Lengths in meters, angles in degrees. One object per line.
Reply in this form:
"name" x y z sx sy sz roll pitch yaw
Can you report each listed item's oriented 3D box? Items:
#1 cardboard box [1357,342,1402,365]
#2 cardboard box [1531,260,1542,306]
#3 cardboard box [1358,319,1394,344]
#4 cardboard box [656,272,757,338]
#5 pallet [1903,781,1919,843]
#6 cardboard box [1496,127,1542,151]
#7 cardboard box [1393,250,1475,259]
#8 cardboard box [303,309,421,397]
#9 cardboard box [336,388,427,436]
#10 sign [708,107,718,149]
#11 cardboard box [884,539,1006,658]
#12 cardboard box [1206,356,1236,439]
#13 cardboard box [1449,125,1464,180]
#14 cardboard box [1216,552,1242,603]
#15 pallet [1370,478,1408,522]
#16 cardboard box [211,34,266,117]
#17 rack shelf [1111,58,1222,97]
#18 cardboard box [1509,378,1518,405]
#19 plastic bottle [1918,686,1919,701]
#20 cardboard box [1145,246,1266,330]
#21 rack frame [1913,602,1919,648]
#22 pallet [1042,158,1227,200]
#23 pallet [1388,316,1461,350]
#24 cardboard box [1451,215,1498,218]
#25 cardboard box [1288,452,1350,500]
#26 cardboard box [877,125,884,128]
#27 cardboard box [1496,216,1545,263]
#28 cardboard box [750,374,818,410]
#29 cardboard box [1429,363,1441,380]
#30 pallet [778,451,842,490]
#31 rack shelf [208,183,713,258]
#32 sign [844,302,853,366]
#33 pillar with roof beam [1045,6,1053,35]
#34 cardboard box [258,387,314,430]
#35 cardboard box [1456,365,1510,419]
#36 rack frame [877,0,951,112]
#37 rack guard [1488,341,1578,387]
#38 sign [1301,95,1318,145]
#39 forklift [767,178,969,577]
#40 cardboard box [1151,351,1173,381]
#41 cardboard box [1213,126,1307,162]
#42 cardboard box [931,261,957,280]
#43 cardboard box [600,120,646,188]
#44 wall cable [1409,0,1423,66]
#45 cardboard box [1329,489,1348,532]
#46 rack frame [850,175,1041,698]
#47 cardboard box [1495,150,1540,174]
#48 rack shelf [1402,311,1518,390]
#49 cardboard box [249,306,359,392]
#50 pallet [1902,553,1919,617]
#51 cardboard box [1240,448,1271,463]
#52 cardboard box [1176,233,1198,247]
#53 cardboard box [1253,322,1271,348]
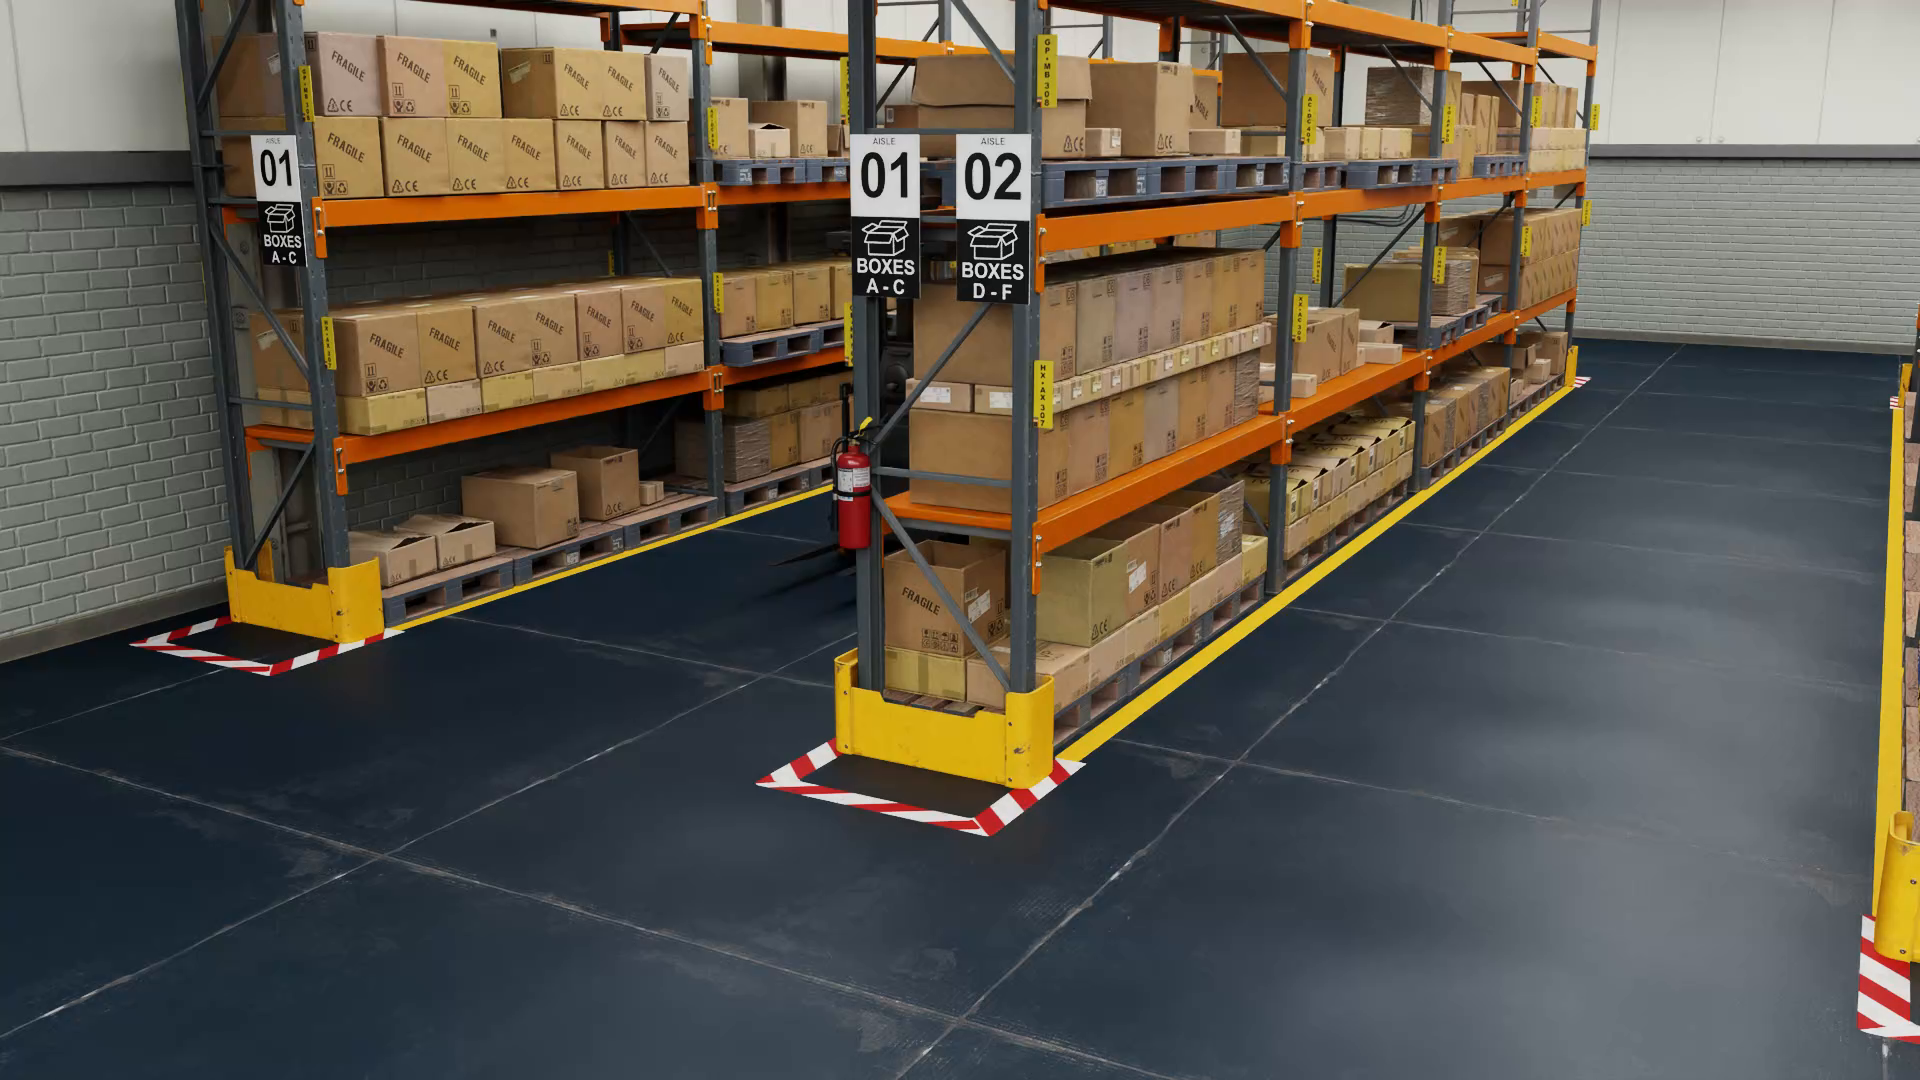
"cardboard box" 3.594 -1.612 14.356 0.380 0.149 0.250 7 15 28
"cardboard box" 6.451 -2.998 19.357 0.500 0.500 0.500 8 16 29
"cardboard box" 3.573 -1.837 14.943 0.500 0.311 0.500 9 16 32
"cardboard box" -2.209 -2.053 14.496 0.700 0.500 0.500 7 15 28
"pallet" 4.647 1.422 7.185 1.003 0.211 1.213 7 15 28
"cardboard box" 6.174 -4.471 18.530 0.500 0.250 0.500 7 15 28
"cardboard box" 5.019 -2.803 17.652 0.700 0.500 0.500 10 17 37
"cardboard box" -3.924 -1.234 10.931 0.500 0.500 0.500 7 15 28
"cardboard box" -3.904 -0.870 11.020 0.500 0.250 0.500 7 15 26
"sign" -2.006 -3.339 13.482 0.100 0.325 0.005 7 15 28
"cardboard box" -0.081 0.316 9.195 0.500 0.500 0.500 7 15 28
"cardboard box" 1.395 -0.977 10.974 0.700 0.500 0.500 7 15 27
"cardboard box" 4.215 -3.655 15.680 0.910 0.500 0.500 7 15 28
"cardboard box" 1.571 0.225 11.173 0.500 0.250 0.500 7 15 28
"pallet" 3.355 -0.430 14.866 1.003 0.211 1.213 7 15 28
"cardboard box" -4.439 -2.990 10.746 0.500 0.500 0.500 8 16 31
"rack shelf" 2.350 -6.114 22.081 1.077 0.370 4.000 7 15 28
"cardboard box" 6.113 -1.739 19.145 0.500 0.311 0.500 7 15 28
"plastic bottle" 5.227 0.726 8.980 0.061 0.283 0.133 8 16 31
"cardboard box" 1.645 -1.717 11.273 0.700 0.500 0.500 7 15 28
"rack frame" 6.188 -0.567 9.487 1.000 3.000 0.127 7 15 28
"pallet" 0.873 -2.117 9.704 1.003 0.211 1.213 7 15 28
"pallet" 4.054 -2.004 15.854 1.213 0.211 1.003 7 15 28
"cardboard box" 5.984 -3.544 19.486 0.500 0.500 0.500 7 15 27
"cardboard box" 2.767 -0.534 13.124 0.500 0.311 0.500 7 15 26
"cardboard box" -1.100 -3.905 16.676 0.500 0.500 0.500 7 15 28
"cardboard box" 6.444 -3.476 19.205 0.500 0.500 0.500 7 15 26
"cardboard box" -1.685 -1.404 15.751 0.500 0.250 0.500 7 15 26
"cardboard box" 4.790 -1.857 17.631 0.500 0.250 0.500 7 15 28
"pallet" -1.521 -0.745 16.175 1.003 0.211 1.213 7 15 28
"rack shelf" -3.451 -2.388 12.173 1.077 0.370 4.000 7 15 28
"sign" -0.548 -1.051 8.517 0.100 0.325 0.005 7 15 28
"pillar with roof beam" 4.733 -6.001 19.227 9.100 9.000 0.400 7 15 28
"cardboard box" -4.362 -0.924 11.243 0.500 0.250 0.500 8 16 29
"cardboard box" 5.733 -1.636 18.313 0.500 0.500 0.500 7 15 28
"rack frame" -0.551 -5.427 16.844 1.000 3.000 0.127 7 15 28
"rack guard" 7.618 -2.361 22.258 1.175 0.500 0.348 7 15 28
"sign" 2.340 -2.815 11.137 0.100 0.325 0.005 7 15 28
"forklift" -0.319 -1.300 12.671 1.130 2.935 3.031 8 16 30
"cardboard box" 1.042 -1.044 9.866 0.380 0.149 0.250 8 15 29
"cardboard box" 2.160 -2.844 11.954 0.500 0.250 0.500 9 16 34
"cardboard box" -0.092 -2.784 17.791 0.500 0.500 0.500 8 16 30
"cardboard box" -2.768 -2.972 12.807 0.500 0.500 0.500 6 15 23
"wall cable" 8.732 -8.827 26.798 3.097 2.526 0.112 7 15 28
"cardboard box" 2.762 -0.263 13.194 0.500 0.250 0.500 7 15 26
"rack frame" -0.080 -0.309 8.414 1.000 3.000 0.127 7 15 28
"cardboard box" 6.173 -4.228 18.589 0.500 0.250 0.500 7 15 28
"rack shelf" 4.754 -2.011 17.008 1.077 0.370 4.000 7 15 28
"cardboard box" -4.376 -1.291 11.167 0.500 0.500 0.500 7 15 27
"pallet" 7.122 0.371 11.542 1.003 0.211 1.213 7 15 28
"cardboard box" 2.288 -0.595 13.374 0.500 0.311 0.500 7 15 28
"cardboard box" 2.737 -4.041 23.256 0.980 0.700 0.700 7 15 28
"cardboard box" 1.910 -1.413 11.398 0.380 0.149 0.250 7 15 28
